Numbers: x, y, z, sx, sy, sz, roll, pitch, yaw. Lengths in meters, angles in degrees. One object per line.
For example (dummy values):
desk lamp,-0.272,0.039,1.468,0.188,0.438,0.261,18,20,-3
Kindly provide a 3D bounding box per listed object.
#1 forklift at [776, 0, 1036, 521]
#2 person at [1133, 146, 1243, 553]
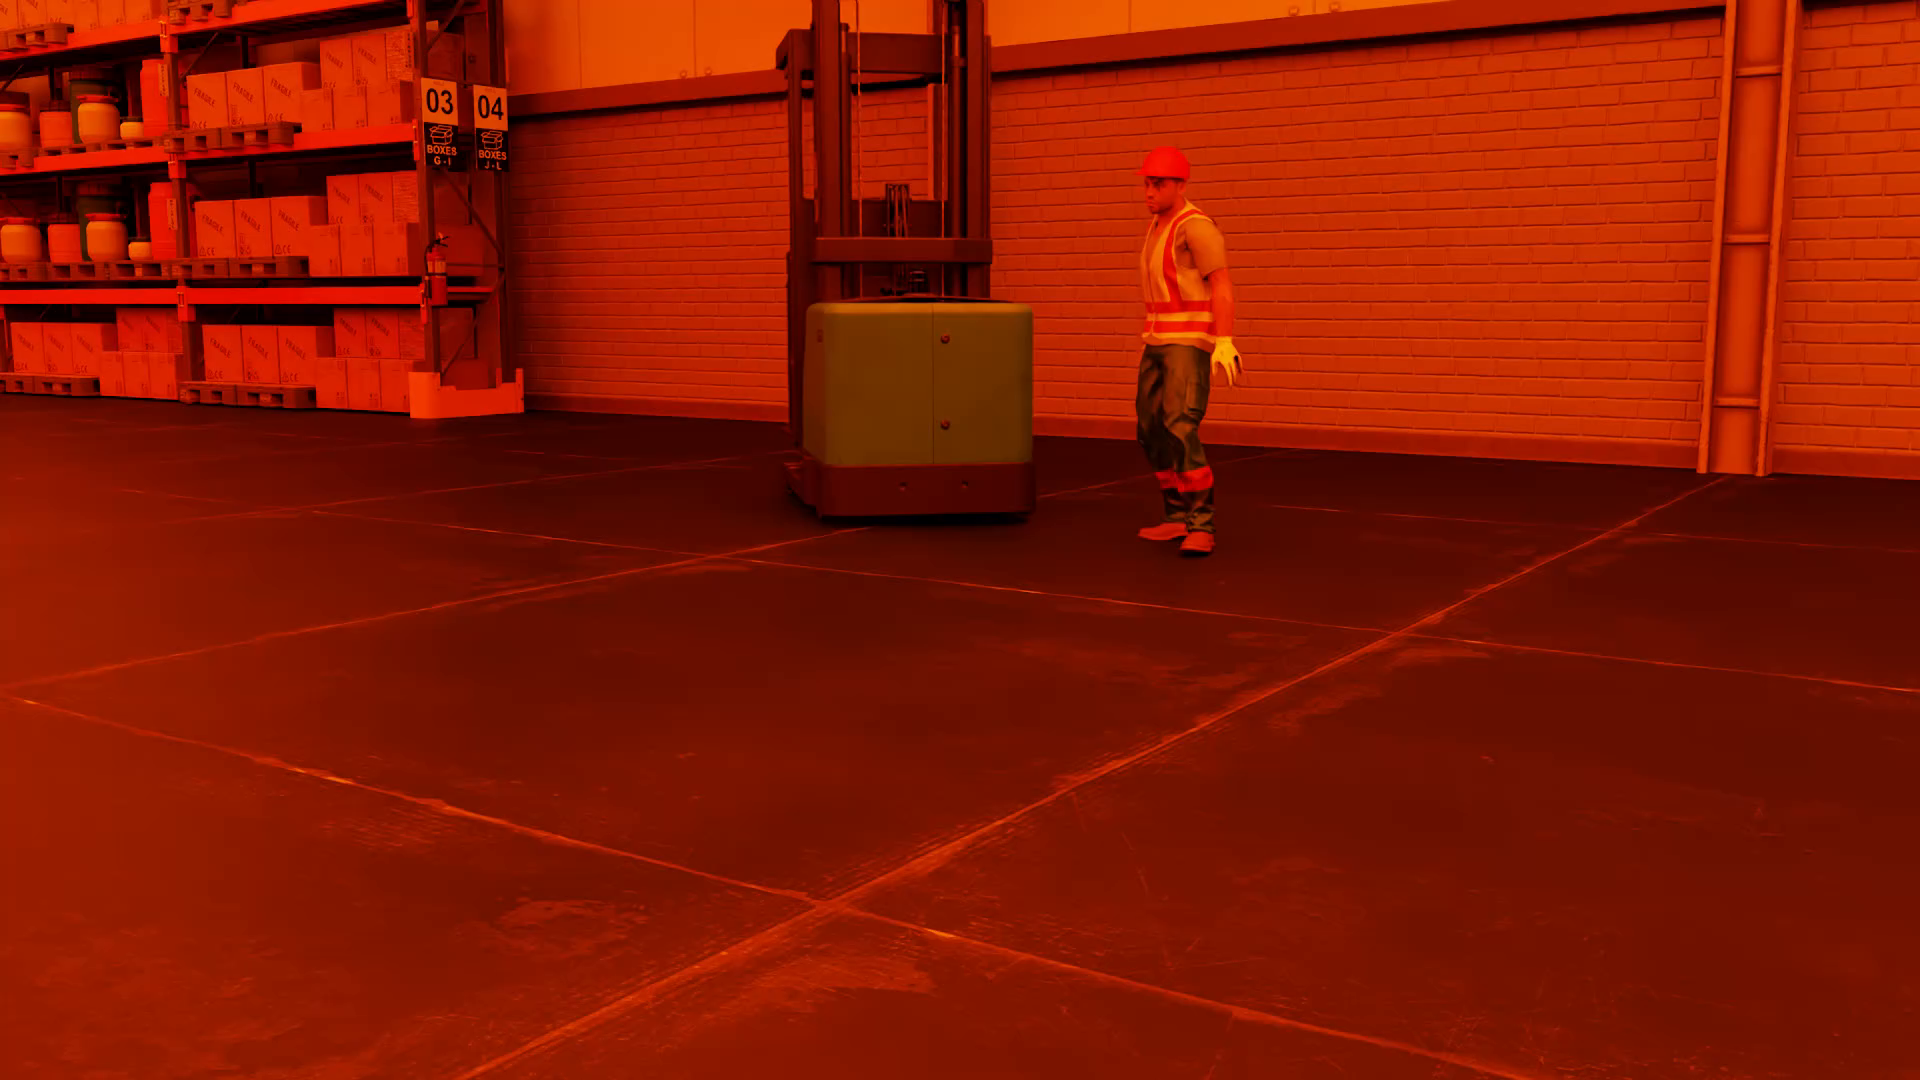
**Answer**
forklift,-0.425,-1.713,9.236,1.130,2.935,3.031,-2,8,-11
person,0.945,-0.849,7.384,0.437,1.749,0.868,-3,9,-21
